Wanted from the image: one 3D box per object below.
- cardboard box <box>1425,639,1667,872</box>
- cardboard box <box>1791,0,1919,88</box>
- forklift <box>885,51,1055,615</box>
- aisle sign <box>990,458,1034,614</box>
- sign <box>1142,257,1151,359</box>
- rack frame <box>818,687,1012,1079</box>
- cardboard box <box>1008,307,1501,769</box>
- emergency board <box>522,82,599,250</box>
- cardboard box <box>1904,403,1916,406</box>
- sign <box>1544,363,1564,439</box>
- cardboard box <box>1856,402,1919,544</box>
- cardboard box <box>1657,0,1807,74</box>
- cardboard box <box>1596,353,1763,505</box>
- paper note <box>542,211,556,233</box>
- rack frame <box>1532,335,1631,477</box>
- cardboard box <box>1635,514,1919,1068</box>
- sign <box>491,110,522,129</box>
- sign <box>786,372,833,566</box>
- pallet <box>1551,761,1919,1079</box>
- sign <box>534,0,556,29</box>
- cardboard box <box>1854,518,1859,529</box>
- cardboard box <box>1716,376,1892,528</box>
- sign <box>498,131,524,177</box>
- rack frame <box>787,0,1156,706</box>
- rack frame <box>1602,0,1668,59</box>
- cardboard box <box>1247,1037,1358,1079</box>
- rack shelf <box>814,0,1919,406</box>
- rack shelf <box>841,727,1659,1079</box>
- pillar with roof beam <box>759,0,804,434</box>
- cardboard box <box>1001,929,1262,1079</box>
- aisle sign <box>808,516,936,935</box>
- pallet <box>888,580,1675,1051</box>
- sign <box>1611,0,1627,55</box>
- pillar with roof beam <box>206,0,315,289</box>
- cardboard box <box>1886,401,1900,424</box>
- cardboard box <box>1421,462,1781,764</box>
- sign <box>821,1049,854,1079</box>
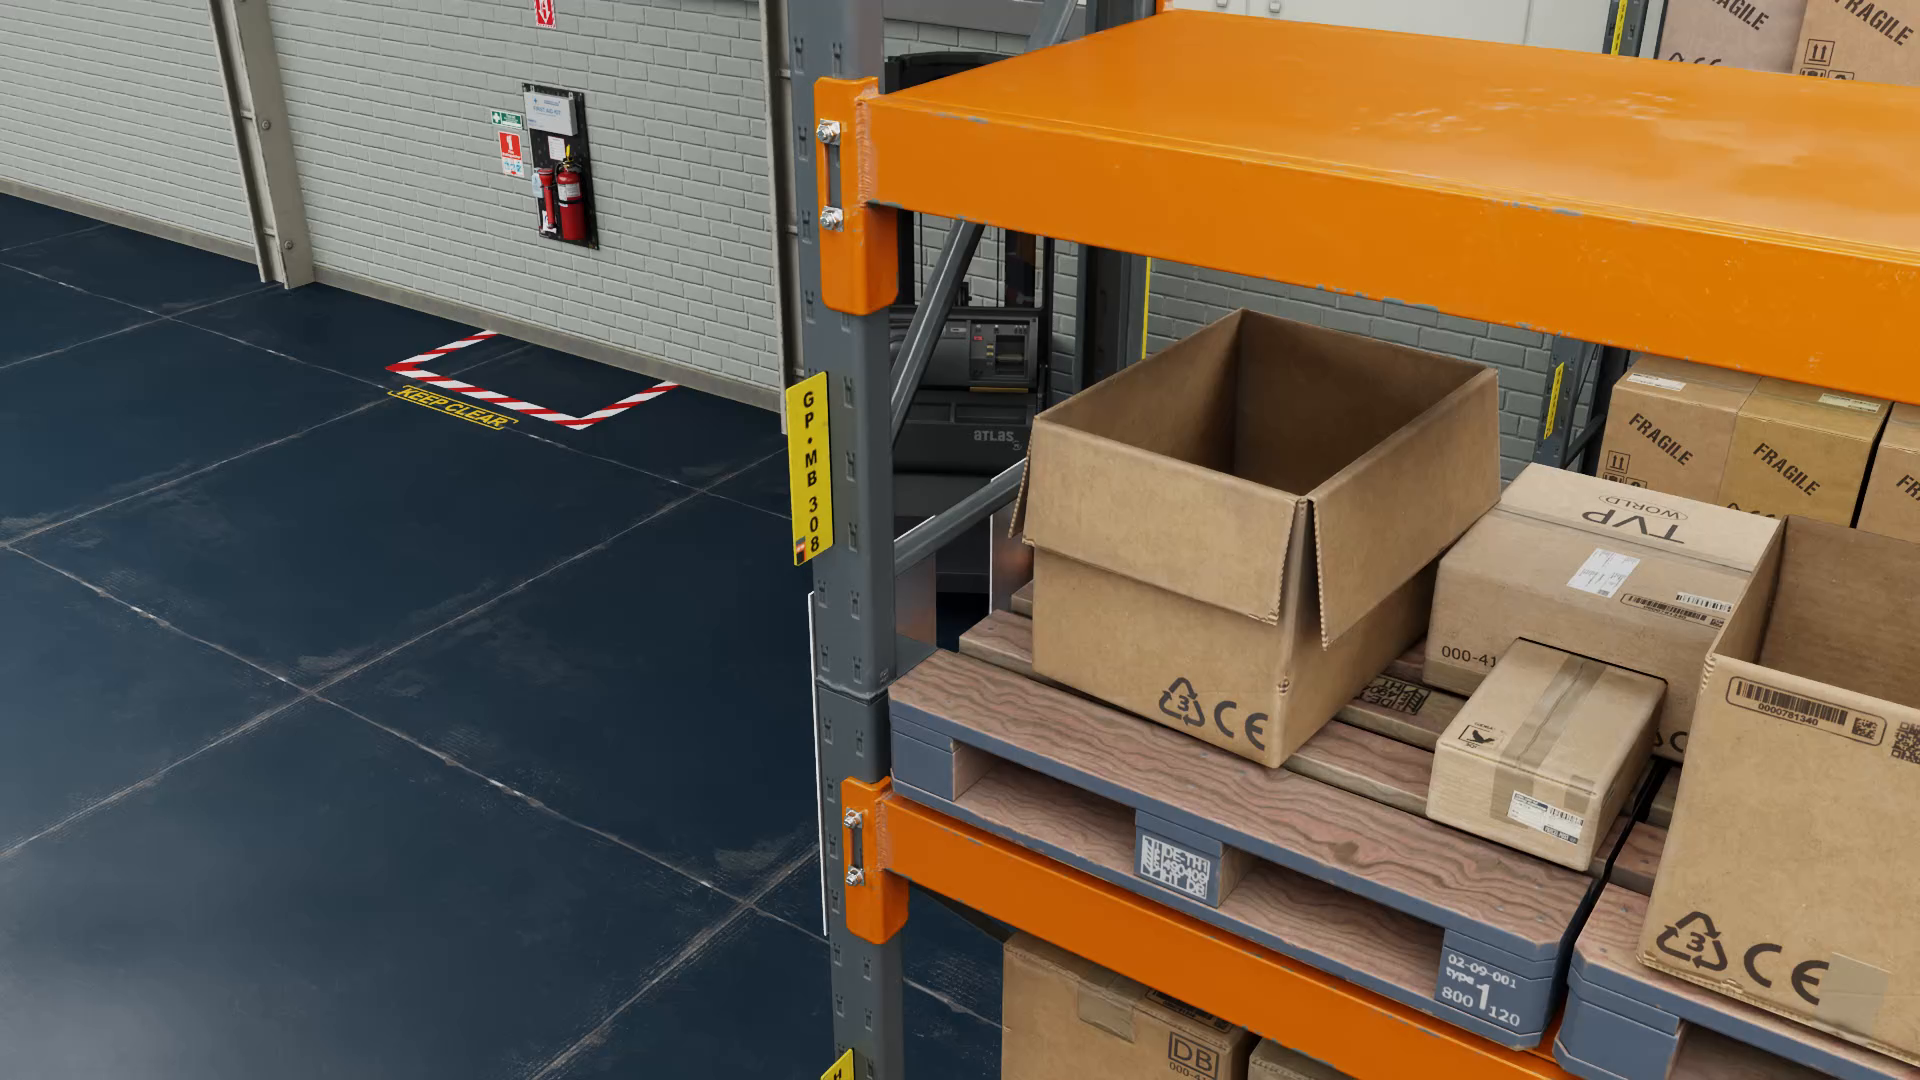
[{"bbox_3d":[0.935,0.331,2.645,0.250,0.149,0.380,17,32,30],"label":"cardboard box"},{"bbox_3d":[3.432,-1.914,6.162,0.500,0.500,0.500,17,31,30],"label":"cardboard box"},{"bbox_3d":[-0.047,-1.025,9.032,1.130,2.935,3.031,2,27,4],"label":"forklift"},{"bbox_3d":[0.178,0.152,3.777,0.004,0.787,0.394,17,32,30],"label":"aisle sign"},{"bbox_3d":[0.384,-0.458,3.646,0.005,0.325,0.100,17,32,30],"label":"sign"},{"bbox_3d":[0.065,1.438,4.118,0.127,3.000,1.000,17,32,30],"label":"rack frame"},{"bbox_3d":[0.537,-0.046,2.994,0.637,0.503,0.797,20,33,34],"label":"cardboard box"},{"bbox_3d":[-3.027,-2.749,12.344,0.643,1.169,0.194,17,32,30],"label":"emergency board"},{"bbox_3d":[4.214,-0.386,7.018,0.500,0.500,0.500,16,31,29],"label":"cardboard box"},{"bbox_3d":[2.560,-0.598,7.164,0.005,0.325,0.100,17,32,30],"label":"sign"},{"bbox_3d":[3.914,-0.191,6.635,0.500,0.500,0.500,16,31,29],"label":"cardboard box"},{"bbox_3d":[3.047,-2.062,6.452,0.500,0.500,0.500,15,31,27],"label":"cardboard box"},{"bbox_3d":[3.090,-0.457,7.157,0.500,0.500,0.500,17,32,30],"label":"cardboard box"},{"bbox_3d":[-3.134,-2.427,12.684,0.142,0.148,0.016,17,32,30],"label":"paper note"},{"bbox_3d":[2.867,-0.415,7.759,0.127,3.000,1.000,17,32,30],"label":"rack frame"},{"bbox_3d":[1.280,0.335,2.249,0.500,0.500,0.500,17,32,30],"label":"cardboard box"},{"bbox_3d":[-3.426,-3.177,12.561,0.331,0.109,0.001,17,32,30],"label":"sign"},{"bbox_3d":[-0.254,-0.118,2.817,0.005,0.325,0.100,17,32,30],"label":"sign"},{"bbox_3d":[1.643,0.644,2.467,1.213,0.211,1.003,17,32,30],"label":"pallet"},{"bbox_3d":[-2.978,-3.821,11.895,0.199,0.298,0.001,17,32,30],"label":"sign"},{"bbox_3d":[3.526,0.015,7.058,0.500,0.250,0.500,16,31,29],"label":"cardboard box"},{"bbox_3d":[3.492,-0.326,6.900,0.500,0.500,0.500,17,32,30],"label":"cardboard box"},{"bbox_3d":[-3.425,-2.945,12.691,0.234,0.329,0.001,17,32,30],"label":"sign"},{"bbox_3d":[0.065,-1.236,2.757,0.127,3.000,1.000,17,32,30],"label":"rack frame"},{"bbox_3d":[2.867,-3.089,6.398,0.127,3.000,1.000,17,32,30],"label":"rack frame"},{"bbox_3d":[0.923,1.086,3.268,0.500,0.500,0.700,16,31,29],"label":"cardboard box"},{"bbox_3d":[1.714,-0.224,2.002,4.000,0.370,1.077,17,32,30],"label":"rack shelf"},{"bbox_3d":[1.714,0.935,2.592,4.000,0.370,1.077,17,32,30],"label":"rack shelf"},{"bbox_3d":[-3.449,-3.164,6.546,0.400,9.000,9.100,17,32,30],"label":"pillar with roof beam"},{"bbox_3d":[0.487,0.953,3.530,0.500,0.500,0.700,17,32,30],"label":"cardboard box"},{"bbox_3d":[-0.162,0.377,3.337,0.004,0.787,0.394,17,32,30],"label":"aisle sign"},{"bbox_3d":[0.634,0.331,3.082,1.213,0.211,1.003,17,32,30],"label":"pallet"},{"bbox_3d":[2.560,-1.939,6.482,0.005,0.325,0.100,17,32,30],"label":"sign"},{"bbox_3d":[-8.395,-4.705,9.573,0.400,9.000,9.100,17,32,30],"label":"pillar with roof beam"},{"bbox_3d":[3.785,-0.517,7.276,0.500,0.500,0.500,18,32,31],"label":"cardboard box"},{"bbox_3d":[1.164,0.115,2.957,0.500,0.250,0.500,17,32,30],"label":"cardboard box"},{"bbox_3d":[-0.254,1.222,3.499,0.005,0.325,0.100,17,32,30],"label":"sign"}]
